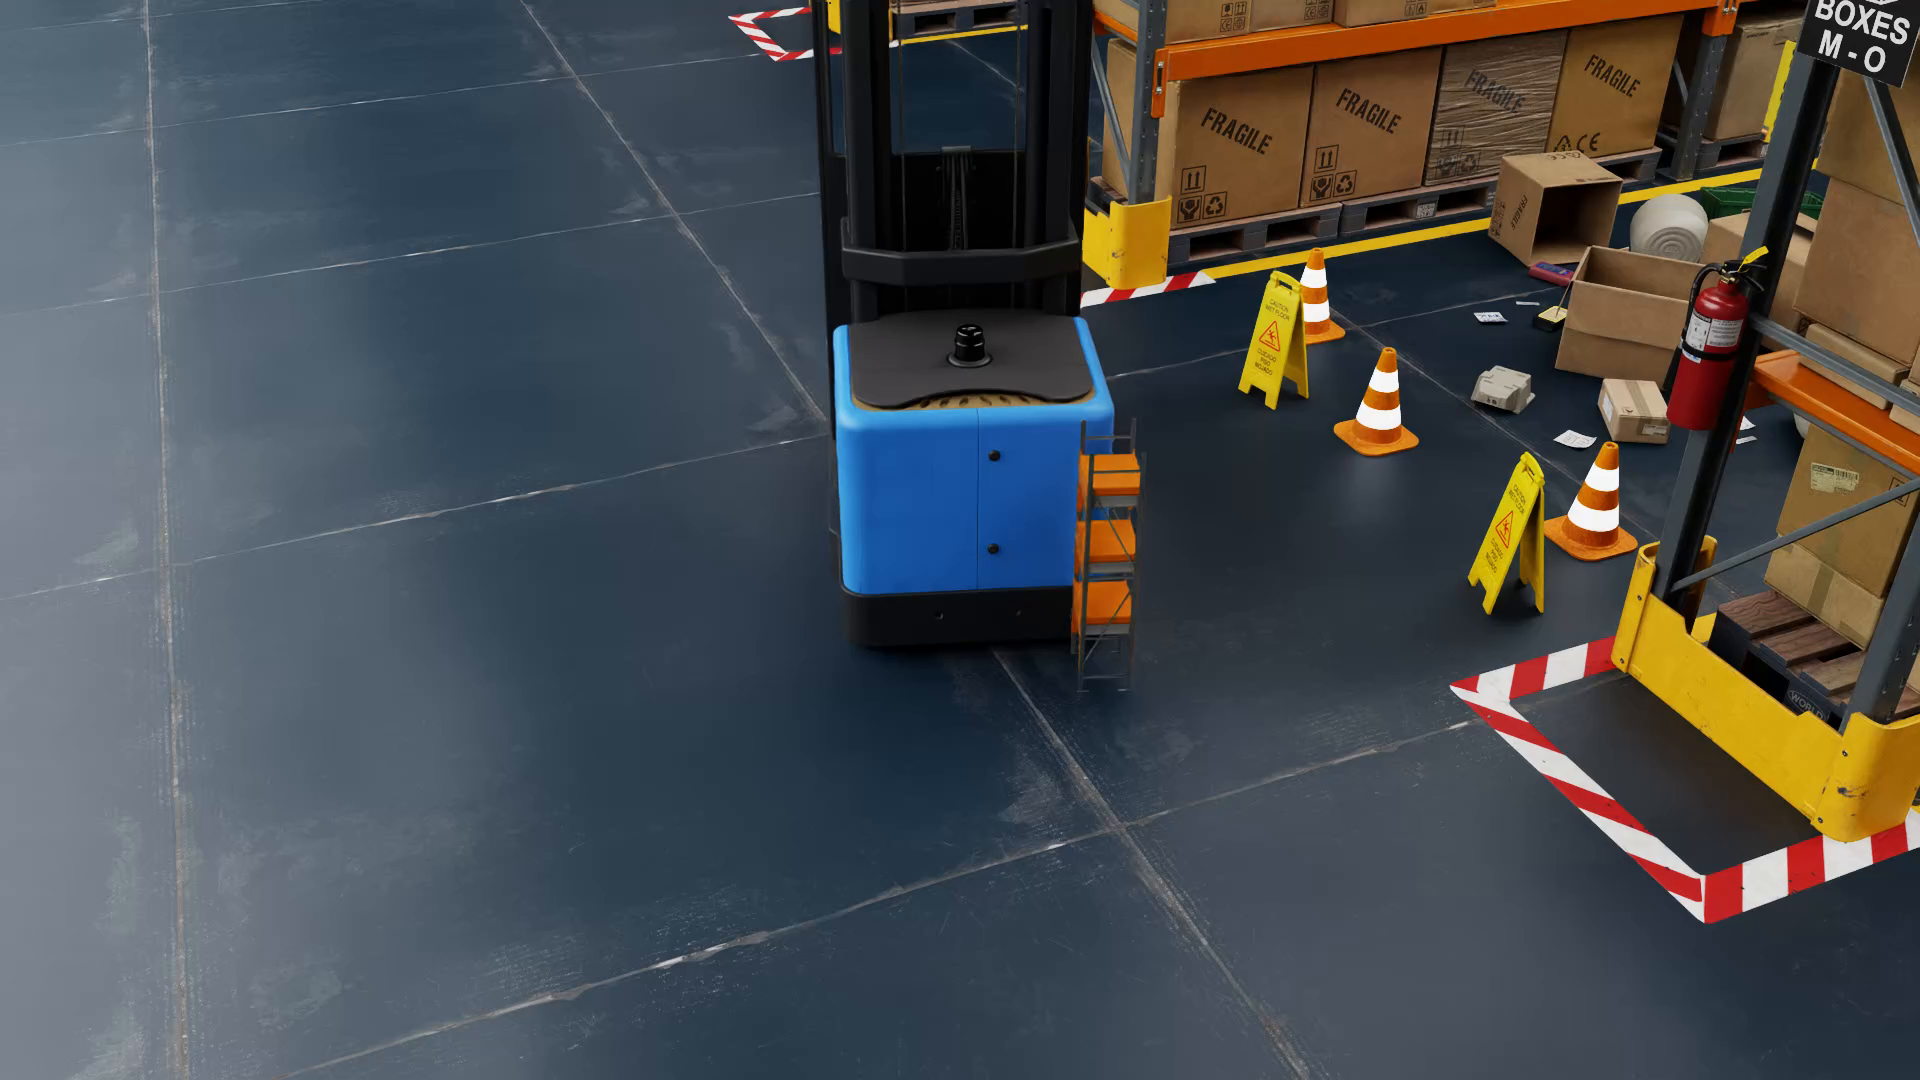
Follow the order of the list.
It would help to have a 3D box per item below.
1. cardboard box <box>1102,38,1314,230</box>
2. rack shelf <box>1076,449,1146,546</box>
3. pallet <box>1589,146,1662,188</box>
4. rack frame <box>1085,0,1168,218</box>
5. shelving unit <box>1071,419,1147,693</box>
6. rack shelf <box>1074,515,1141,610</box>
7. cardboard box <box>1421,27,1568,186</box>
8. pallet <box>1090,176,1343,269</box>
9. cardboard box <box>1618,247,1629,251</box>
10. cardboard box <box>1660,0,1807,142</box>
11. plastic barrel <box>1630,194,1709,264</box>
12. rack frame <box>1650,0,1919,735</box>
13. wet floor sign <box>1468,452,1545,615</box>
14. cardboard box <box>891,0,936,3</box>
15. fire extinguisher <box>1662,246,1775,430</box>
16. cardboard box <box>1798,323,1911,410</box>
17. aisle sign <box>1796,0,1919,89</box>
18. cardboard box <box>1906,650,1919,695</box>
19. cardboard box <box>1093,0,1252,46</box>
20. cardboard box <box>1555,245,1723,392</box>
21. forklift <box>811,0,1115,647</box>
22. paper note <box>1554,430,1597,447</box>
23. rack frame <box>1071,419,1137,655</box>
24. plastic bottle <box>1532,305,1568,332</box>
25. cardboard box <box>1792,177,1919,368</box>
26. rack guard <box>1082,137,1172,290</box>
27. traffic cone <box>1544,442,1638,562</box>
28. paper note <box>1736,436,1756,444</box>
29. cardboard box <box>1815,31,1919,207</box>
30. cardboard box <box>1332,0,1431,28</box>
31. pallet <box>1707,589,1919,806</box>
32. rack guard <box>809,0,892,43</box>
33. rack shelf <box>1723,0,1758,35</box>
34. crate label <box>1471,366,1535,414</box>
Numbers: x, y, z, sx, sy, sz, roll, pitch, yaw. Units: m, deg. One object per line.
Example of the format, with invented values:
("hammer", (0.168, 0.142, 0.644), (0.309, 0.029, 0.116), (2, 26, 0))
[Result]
("cardboard box", (1.440, -2.459, 9.842), (0.875, 0.875, 0.875), (-13, 35, -19))
("rack shelf", (0.543, -0.156, 6.026), (0.215, 0.259, 0.240), (-2, 33, -3))
("pallet", (3.797, -2.552, 10.978), (1.213, 0.211, 1.003), (-13, 35, -19))
("rack frame", (0.840, -2.997, 9.106), (0.127, 3.000, 1.000), (-13, 35, -19))
("shelving unit", (0.543, 0.073, 6.175), (0.215, 1.050, 0.252), (-2, 33, -3))
("rack shelf", (0.543, 0.082, 6.180), (0.215, 0.259, 0.240), (-2, 33, -3))
("cardboard box", (3.092, -2.837, 10.423), (0.875, 0.875, 0.875), (-13, 35, -19))
("pallet", (1.547, -2.036, 10.186), (1.213, 0.211, 1.003), (-13, 35, -19))
("cardboard box", (3.656, -1.407, 9.168), (0.258, 0.266, 0.396), (-7, 34, -11))
("cardboard box", (5.066, -3.251, 11.174), (0.750, 0.750, 1.050), (-13, 35, -19))
("plastic barrel", (4.076, -1.751, 9.553), (0.421, 0.421, 0.512), (10, 34, 14))
("rack frame", (2.850, -0.529, 5.313), (0.127, 3.000, 1.000), (-13, 35, -19))
("wet floor sign", (2.260, -0.040, 6.721), (0.232, 0.644, 0.267), (-2, 33, -2))
("cardboard box", (-0.405, -4.764, 13.729), (0.500, 0.500, 0.500), (-7, 34, -10))
("fire extinguisher", (2.566, -0.705, 5.653), (0.183, 0.674, 0.296), (-13, 35, -19))
("cardboard box", (3.112, -0.611, 5.668), (0.250, 0.149, 0.380), (-12, 35, -17))
("aisle sign", (2.680, -1.752, 4.808), (0.004, 0.787, 0.394), (-13, 35, -19))
("cardboard box", (3.700, 0.416, 5.997), (0.500, 0.250, 0.500), (-13, 35, -19))
("cardboard box", (1.165, -3.161, 9.220), (0.550, 0.550, 0.875), (-13, 35, -19))
("cardboard box", (3.489, -1.127, 8.521), (0.797, 0.503, 0.637), (16, 36, 23))
("forklift", (-0.050, -1.593, 7.010), (1.130, 2.935, 3.031), (-2, 33, -4))
("paper note", (2.951, -0.485, 7.968), (0.142, 0.019, 0.148), (-27, 42, -35))
("rack frame", (0.537, 0.007, 6.277), (0.200, 1.050, 0.008), (-2, 33, -3))
("plastic bottle", (3.252, -1.217, 9.064), (0.283, 0.061, 0.133), (-27, 42, -35))
("cardboard box", (3.243, -0.949, 5.594), (0.500, 0.500, 0.500), (-14, 35, -20))
("rack guard", (0.818, -1.944, 9.780), (0.348, 0.500, 1.175), (-13, 35, -19))
("traffic cone", (2.747, -0.206, 7.142), (0.334, 0.463, 0.336), (-13, 35, -19))
("paper note", (3.767, -0.480, 7.979), (0.123, 0.001, 0.032), (-13, 35, -19))
("cardboard box", (3.236, -1.333, 5.267), (0.500, 0.500, 0.700), (-14, 35, -20))
("cardboard box", (2.228, -3.343, 9.500), (0.550, 0.550, 0.875), (-13, 35, -19))
("pallet", (3.682, 0.470, 6.335), (1.213, 0.211, 1.003), (-13, 35, -19))
("rack guard", (-0.917, -4.481, 13.678), (0.348, 0.500, 1.175), (-13, 35, -19))
("rack shelf", (6.372, -3.962, 11.249), (4.000, 0.370, 1.077), (-13, 35, -19))
("crate label", (2.704, -0.753, 8.281), (0.250, 0.136, 0.298), (23, 39, 30))
